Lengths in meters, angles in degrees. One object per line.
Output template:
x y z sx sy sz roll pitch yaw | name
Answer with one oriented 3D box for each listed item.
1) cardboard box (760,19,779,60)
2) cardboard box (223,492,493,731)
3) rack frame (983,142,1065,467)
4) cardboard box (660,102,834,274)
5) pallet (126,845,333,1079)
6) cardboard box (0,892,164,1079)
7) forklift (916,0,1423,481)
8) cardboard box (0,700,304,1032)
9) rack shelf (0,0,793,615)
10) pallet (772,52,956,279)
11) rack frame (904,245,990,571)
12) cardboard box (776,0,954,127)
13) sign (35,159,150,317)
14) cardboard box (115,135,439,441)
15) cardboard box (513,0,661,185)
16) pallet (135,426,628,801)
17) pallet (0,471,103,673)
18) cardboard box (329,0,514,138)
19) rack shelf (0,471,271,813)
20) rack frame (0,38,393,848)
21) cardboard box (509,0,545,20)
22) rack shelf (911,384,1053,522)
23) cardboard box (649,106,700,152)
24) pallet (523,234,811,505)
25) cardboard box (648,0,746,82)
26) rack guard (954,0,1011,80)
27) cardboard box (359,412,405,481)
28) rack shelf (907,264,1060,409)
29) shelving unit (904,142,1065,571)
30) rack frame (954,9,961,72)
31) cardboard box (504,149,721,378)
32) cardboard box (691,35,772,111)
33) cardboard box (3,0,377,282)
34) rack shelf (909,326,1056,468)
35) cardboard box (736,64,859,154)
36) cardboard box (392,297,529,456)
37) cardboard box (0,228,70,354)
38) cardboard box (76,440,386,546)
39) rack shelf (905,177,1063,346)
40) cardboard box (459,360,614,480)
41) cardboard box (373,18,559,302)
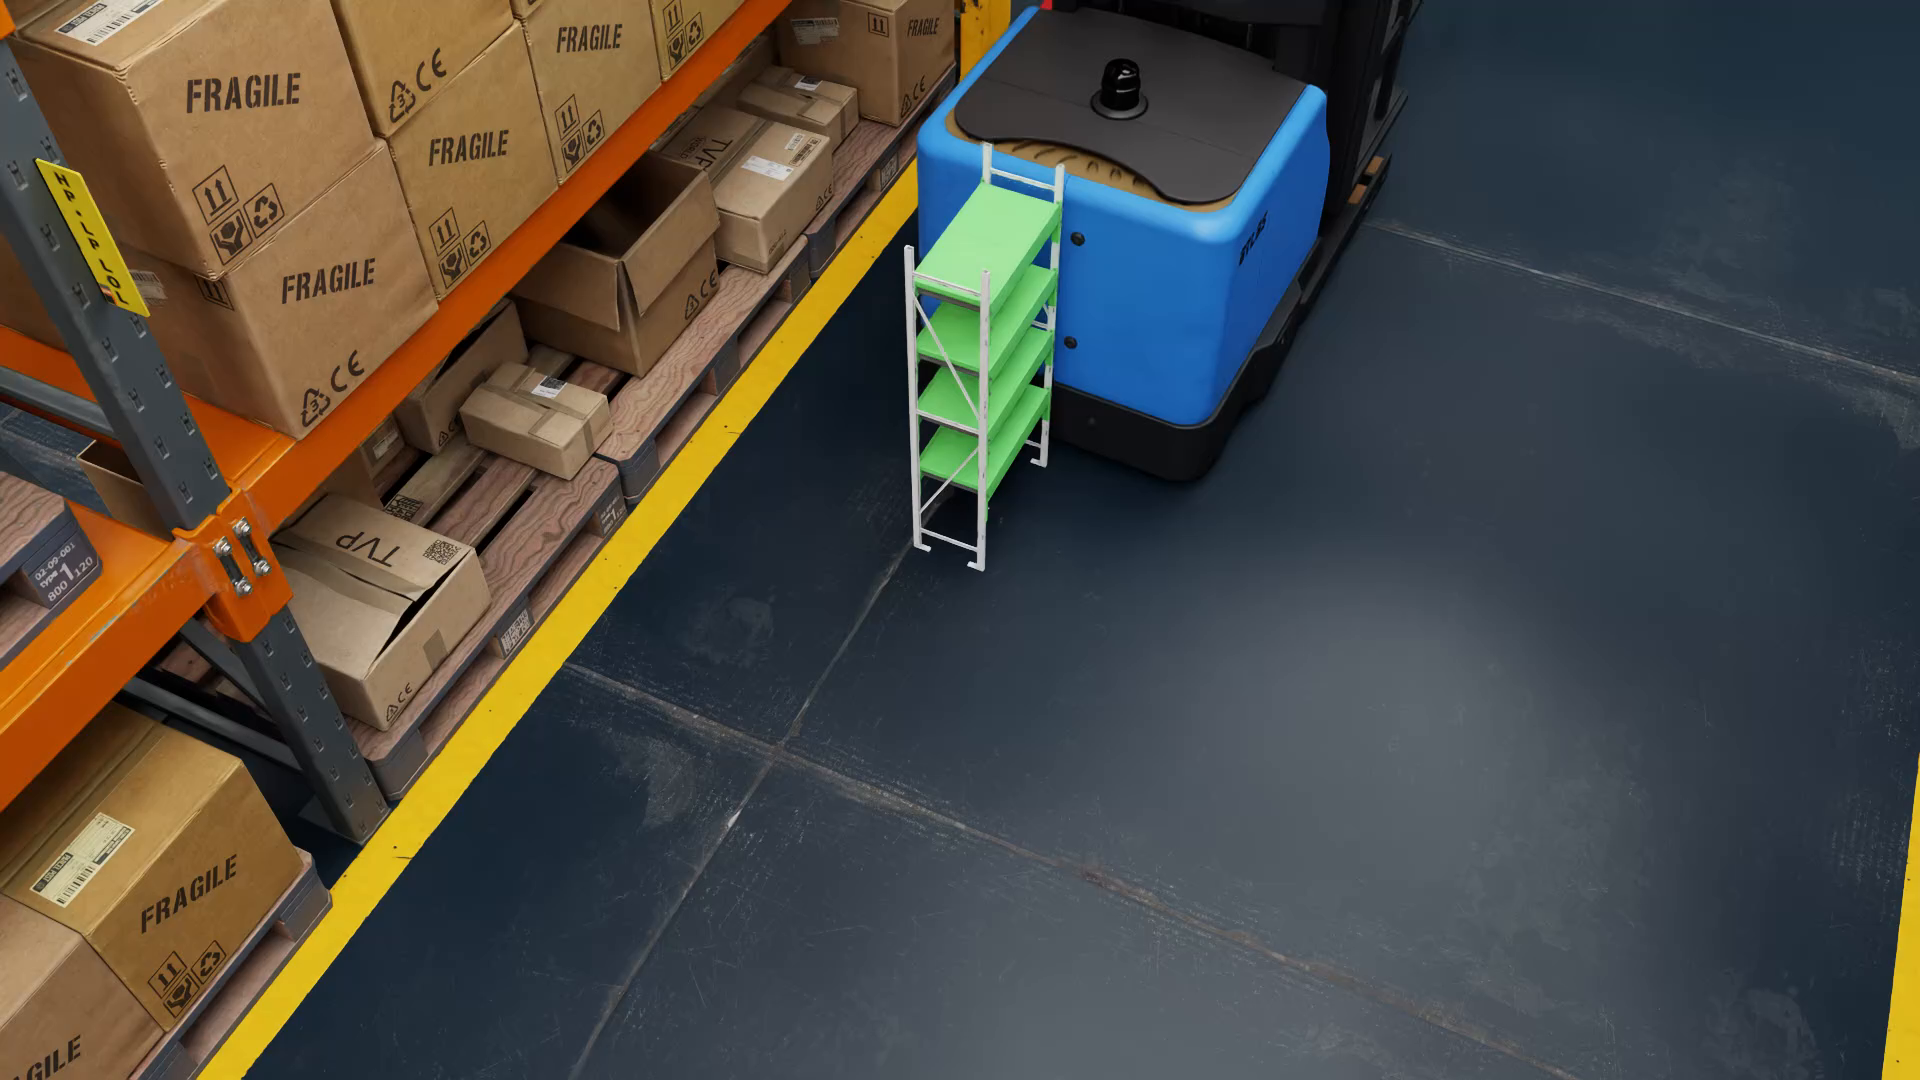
-0.939 -1.968 6.527 0.380 0.166 0.250 20 52 16 | cardboard box
-1.677 0.172 4.611 0.500 0.311 0.500 20 52 16 | cardboard box
0.175 -0.671 5.033 0.240 1.200 0.015 20 52 16 | rack frame
-0.785 -1.245 5.857 0.500 0.250 0.500 20 52 16 | cardboard box
-2.365 1.138 4.143 1.003 0.211 1.213 20 52 16 | pallet
-2.222 1.100 3.697 0.500 0.500 0.500 20 52 16 | cardboard box
0.983 -2.271 5.258 1.130 2.935 3.031 22 53 17 | forklift
-2.003 0.762 3.984 0.500 0.500 0.500 20 52 16 | cardboard box
-1.197 -1.482 5.014 1.077 0.370 4.000 20 52 16 | rack shelf
-0.715 -1.587 6.462 1.003 0.211 1.213 20 52 16 | pallet
-0.034 -0.335 4.747 0.240 1.200 0.015 20 52 16 | rack frame
-0.352 -1.971 6.310 0.500 0.500 0.500 20 52 16 | cardboard box
-1.548 -0.535 2.976 0.100 0.325 0.005 20 52 16 | sign
-1.588 -0.633 3.753 0.500 0.500 0.500 21 53 17 | cardboard box
-1.156 -1.330 4.347 0.500 0.500 0.500 20 52 16 | cardboard box
-1.757 0.093 5.033 1.003 0.211 1.213 20 52 16 | pallet
-2.492 0.239 3.203 1.003 0.211 1.213 20 52 16 | pallet
-1.376 -1.283 3.650 0.500 0.500 0.500 18 52 15 | cardboard box
-2.906 1.272 2.670 1.077 0.370 4.000 20 52 16 | rack shelf
-2.052 -0.338 3.568 1.000 3.000 0.127 20 52 16 | rack frame
-1.156 -1.637 3.951 0.500 0.500 0.500 18 52 15 | cardboard box
0.071 -0.306 5.121 0.258 0.148 0.480 20 52 16 | rack shelf
-1.259 -1.373 5.966 0.500 0.250 0.500 20 52 16 | cardboard box
-1.238 -0.750 5.750 1.003 0.211 1.213 20 52 16 | pallet
-0.940 -1.681 4.645 0.500 0.500 0.500 19 52 16 | cardboard box
-0.375 -2.230 6.820 1.175 0.500 0.348 20 52 16 | rack guard
-1.959 -0.319 5.135 0.380 0.149 0.250 20 52 16 | cardboard box
0.071 -0.617 4.756 0.258 0.148 0.480 20 52 16 | rack shelf
0.071 -0.503 4.890 0.258 1.200 0.503 20 52 16 | shelving unit
-0.343 -3.093 5.912 1.000 3.000 0.127 20 52 16 | rack frame
-1.254 -0.967 5.454 0.797 0.503 0.637 20 52 16 | cardboard box
-1.045 -1.718 6.259 0.500 0.250 0.500 20 52 16 | cardboard box
-1.596 -0.928 3.348 0.500 0.500 0.500 21 53 17 | cardboard box
0.071 -0.461 4.939 0.258 0.148 0.480 20 52 16 | rack shelf
-0.607 -1.613 6.224 0.380 0.166 0.250 20 52 16 | cardboard box
-1.744 -0.611 5.277 0.500 0.311 0.500 20 52 16 | cardboard box
-2.070 -0.798 3.894 0.500 0.500 0.500 21 53 17 | cardboard box
-2.065 -0.155 4.765 0.500 0.500 0.500 20 52 16 | cardboard box
0.071 -0.772 4.573 0.258 0.148 0.480 20 52 16 | rack shelf
-1.316 -0.380 5.175 0.380 0.166 0.250 20 52 16 | cardboard box
-1.372 -0.987 4.054 0.500 0.500 0.500 21 53 17 | cardboard box
